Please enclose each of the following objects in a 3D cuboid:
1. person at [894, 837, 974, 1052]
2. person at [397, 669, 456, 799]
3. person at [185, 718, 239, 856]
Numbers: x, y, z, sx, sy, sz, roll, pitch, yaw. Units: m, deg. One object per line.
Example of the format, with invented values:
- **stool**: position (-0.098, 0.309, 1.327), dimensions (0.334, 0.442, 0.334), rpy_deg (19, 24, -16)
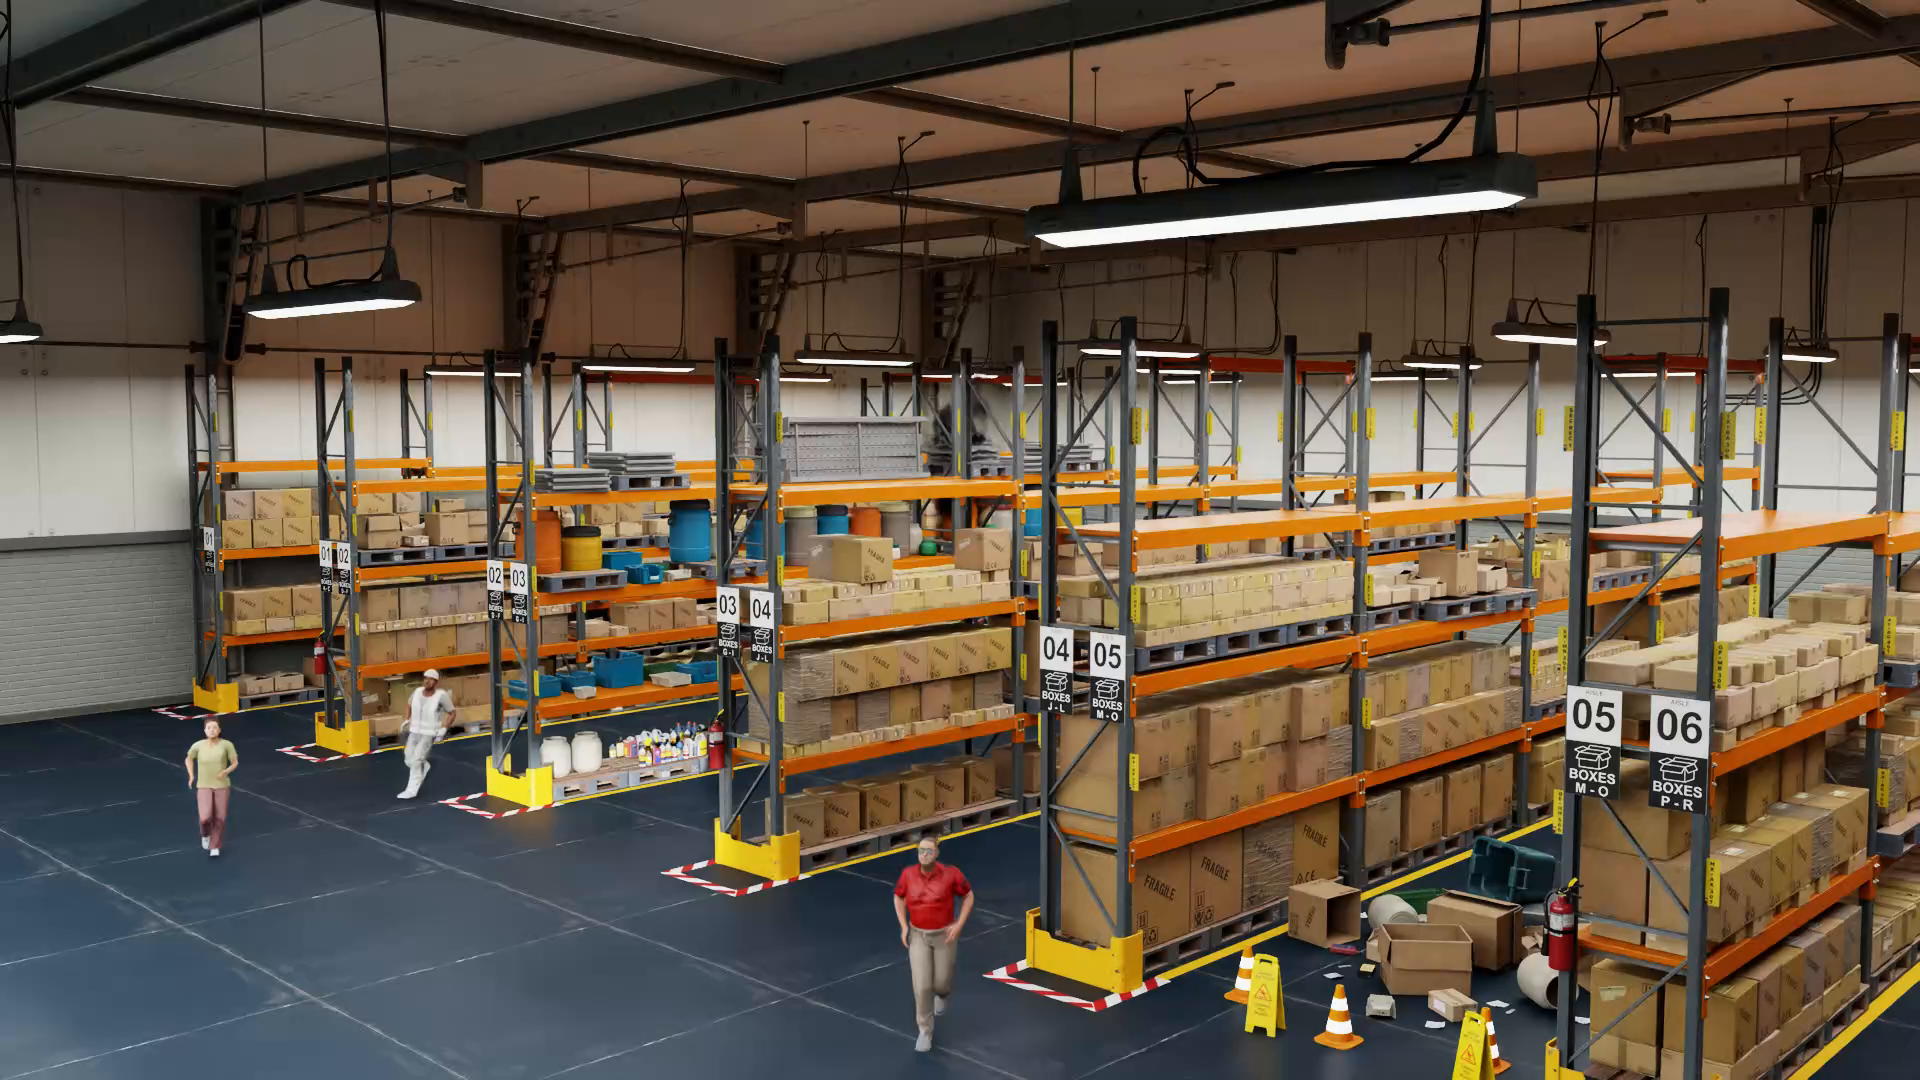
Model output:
- **person**: position (-0.216, 3.279, 13.729), dimensions (0.670, 1.731, 0.696), rpy_deg (0, 4, 6)
- **person**: position (-7.173, 2.593, 22.396), dimensions (0.734, 1.716, 0.726), rpy_deg (1, 4, 13)
- **person**: position (-8.646, 2.871, 19.244), dimensions (0.567, 1.623, 0.537), rpy_deg (-2, 5, -24)
